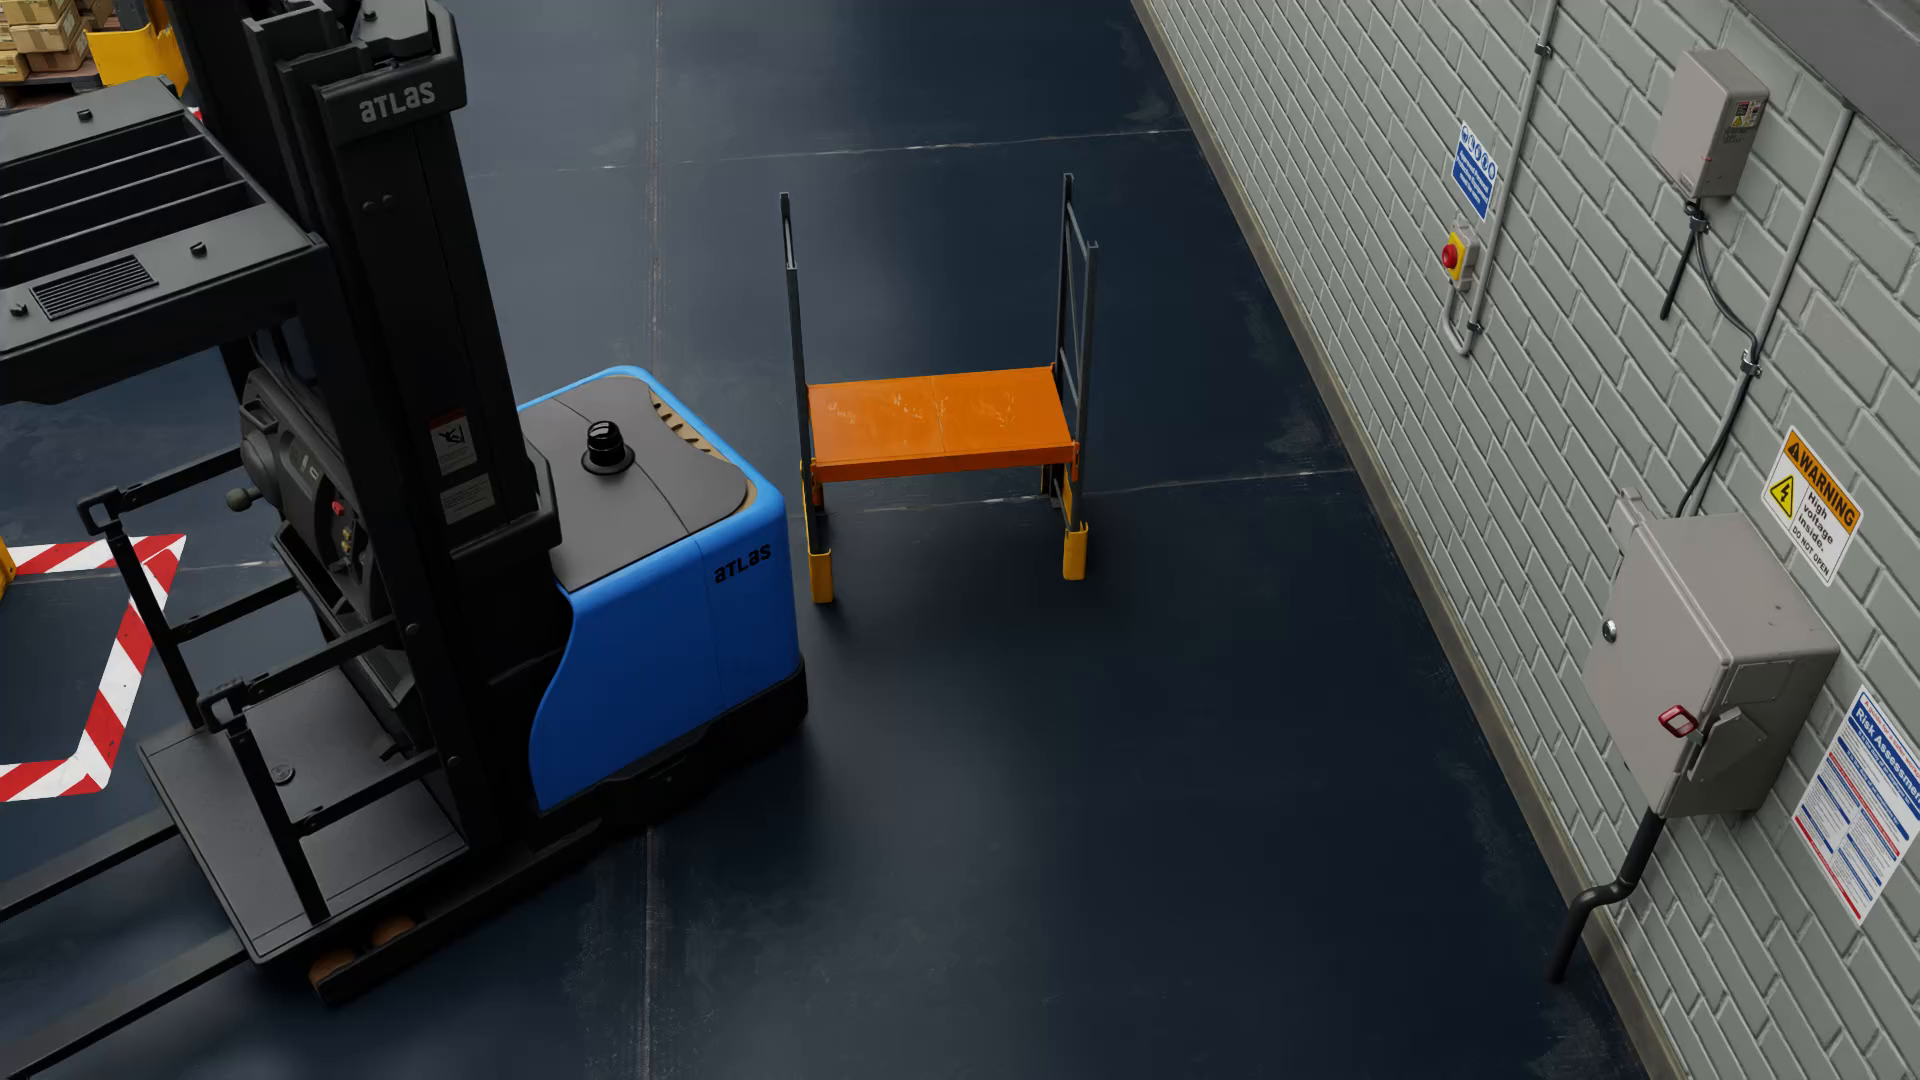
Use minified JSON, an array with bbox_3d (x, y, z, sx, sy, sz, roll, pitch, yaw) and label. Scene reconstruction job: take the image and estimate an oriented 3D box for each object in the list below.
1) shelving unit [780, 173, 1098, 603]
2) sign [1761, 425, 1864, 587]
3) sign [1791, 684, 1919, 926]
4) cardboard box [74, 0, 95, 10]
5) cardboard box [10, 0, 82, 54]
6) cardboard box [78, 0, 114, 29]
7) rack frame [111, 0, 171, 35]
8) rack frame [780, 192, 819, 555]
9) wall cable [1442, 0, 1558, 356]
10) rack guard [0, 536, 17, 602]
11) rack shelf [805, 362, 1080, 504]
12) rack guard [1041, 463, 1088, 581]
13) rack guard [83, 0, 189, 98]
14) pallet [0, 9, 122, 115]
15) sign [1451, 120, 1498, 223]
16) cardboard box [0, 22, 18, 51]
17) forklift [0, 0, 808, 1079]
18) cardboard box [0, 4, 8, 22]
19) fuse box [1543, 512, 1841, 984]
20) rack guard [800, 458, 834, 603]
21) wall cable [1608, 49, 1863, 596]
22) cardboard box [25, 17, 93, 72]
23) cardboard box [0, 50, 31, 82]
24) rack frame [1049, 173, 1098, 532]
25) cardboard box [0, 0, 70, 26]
[{"bbox_3d":[-0.076,-0.550,6.240,1.083,1.500,0.587,-5,42,-6],"label":"shelving unit"},{"bbox_3d":[2.037,-0.084,3.986,0.001,0.242,0.339,-5,42,-6],"label":"sign"},{"bbox_3d":[2.108,0.623,3.890,0.001,0.494,0.329,-5,42,-6],"label":"sign"},{"bbox_3d":[-5.172,-3.236,9.691,0.250,0.149,0.380,-3,42,-4],"label":"cardboard box"},{"bbox_3d":[-5.105,-2.876,9.292,0.250,0.149,0.380,-6,42,-7],"label":"cardboard box"},{"bbox_3d":[-5.180,-3.168,9.837,0.250,0.149,0.380,-4,42,-5],"label":"cardboard box"},{"bbox_3d":[-4.619,-3.903,8.838,0.127,3.000,1.000,-5,42,-6],"label":"rack frame"},{"bbox_3d":[-0.589,-0.505,6.191,0.032,1.500,0.500,-5,42,-6],"label":"rack frame"},{"bbox_3d":[1.711,-1.519,5.412,0.123,1.953,0.585,-5,42,-6],"label":"wall cable"},{"bbox_3d":[-3.853,0.301,6.043,0.348,0.500,1.175,-5,42,-6],"label":"rack guard"},{"bbox_3d":[-0.085,-0.416,6.360,1.000,0.185,0.538,-5,42,-6],"label":"rack shelf"},{"bbox_3d":[0.418,-0.129,6.707,0.087,0.250,0.587,-5,42,-6],"label":"rack guard"},{"bbox_3d":[-4.694,-2.969,9.668,0.348,0.500,1.175,-5,42,-6],"label":"rack guard"},{"bbox_3d":[-5.504,-2.814,9.712,1.213,0.211,1.003,-5,42,-6],"label":"pallet"},{"bbox_3d":[1.766,-1.268,5.714,0.001,0.218,0.327,-5,42,-6],"label":"sign"},{"bbox_3d":[-5.371,-2.889,9.306,0.250,0.149,0.380,-6,42,-7],"label":"cardboard box"},{"bbox_3d":[-2.013,-0.064,4.633,3.031,2.935,1.130,-28,49,-28],"label":"forklift"},{"bbox_3d":[-5.368,-3.024,9.233,0.250,0.149,0.380,-4,42,-5],"label":"cardboard box"},{"bbox_3d":[1.839,0.756,4.634,0.414,1.711,0.539,-5,42,-6],"label":"fuse box"},{"bbox_3d":[-0.569,-0.043,6.611,0.087,0.250,0.587,-5,42,-6],"label":"rack guard"},{"bbox_3d":[1.907,-0.566,4.380,0.122,1.984,0.588,-5,42,-6],"label":"wall cable"},{"bbox_3d":[-5.114,-2.817,9.448,0.250,0.149,0.380,-4,42,-5],"label":"cardboard box"},{"bbox_3d":[-5.356,-2.727,9.349,0.250,0.149,0.380,-4,42,-4],"label":"cardboard box"},{"bbox_3d":[0.419,-0.594,6.288,0.032,1.500,0.500,-5,42,-6],"label":"rack frame"},{"bbox_3d":[-5.111,-3.007,9.215,0.250,0.149,0.380,-5,42,-5],"label":"cardboard box"}]
